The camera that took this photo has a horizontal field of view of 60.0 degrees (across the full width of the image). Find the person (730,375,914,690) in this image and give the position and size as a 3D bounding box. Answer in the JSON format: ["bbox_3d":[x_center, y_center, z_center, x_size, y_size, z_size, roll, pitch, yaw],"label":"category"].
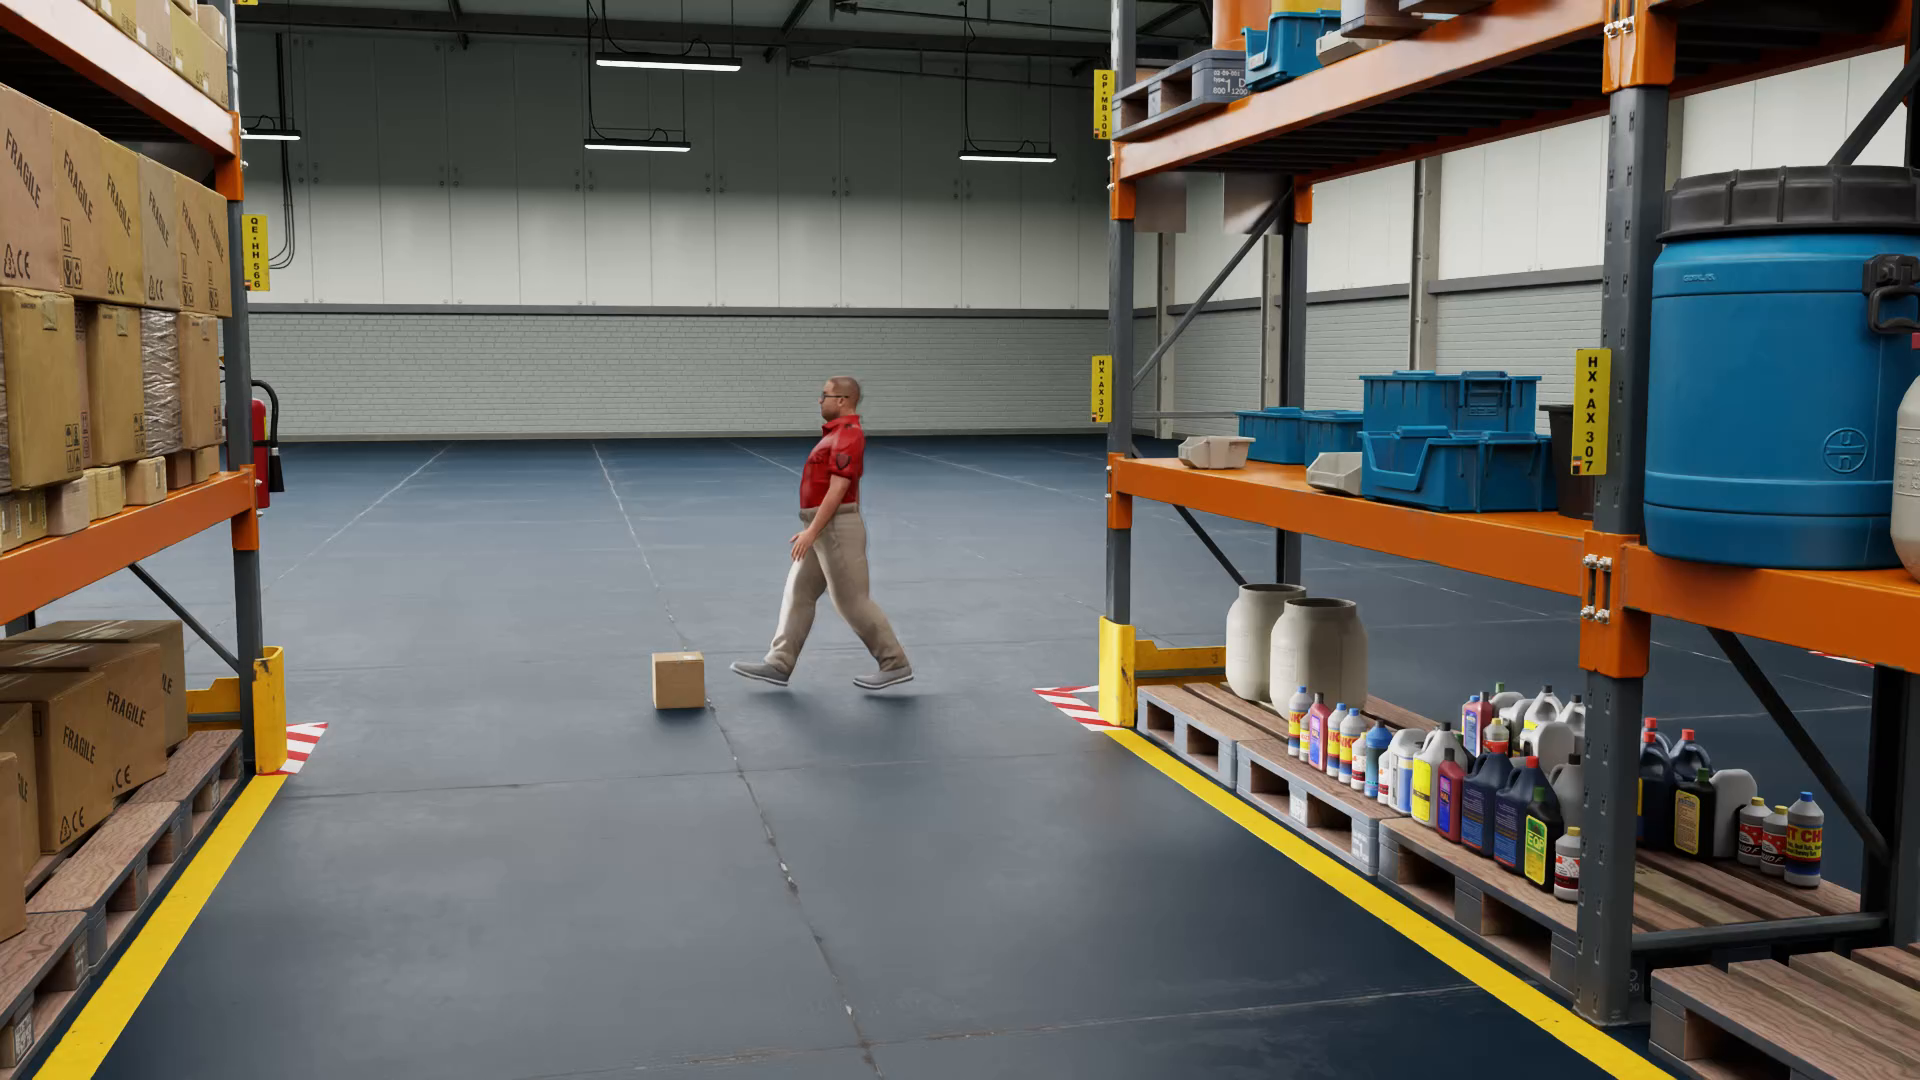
[{"bbox_3d":[-0.747,-0.030,8.853,0.956,1.683,0.544,-1,6,-11],"label":"person"}]
